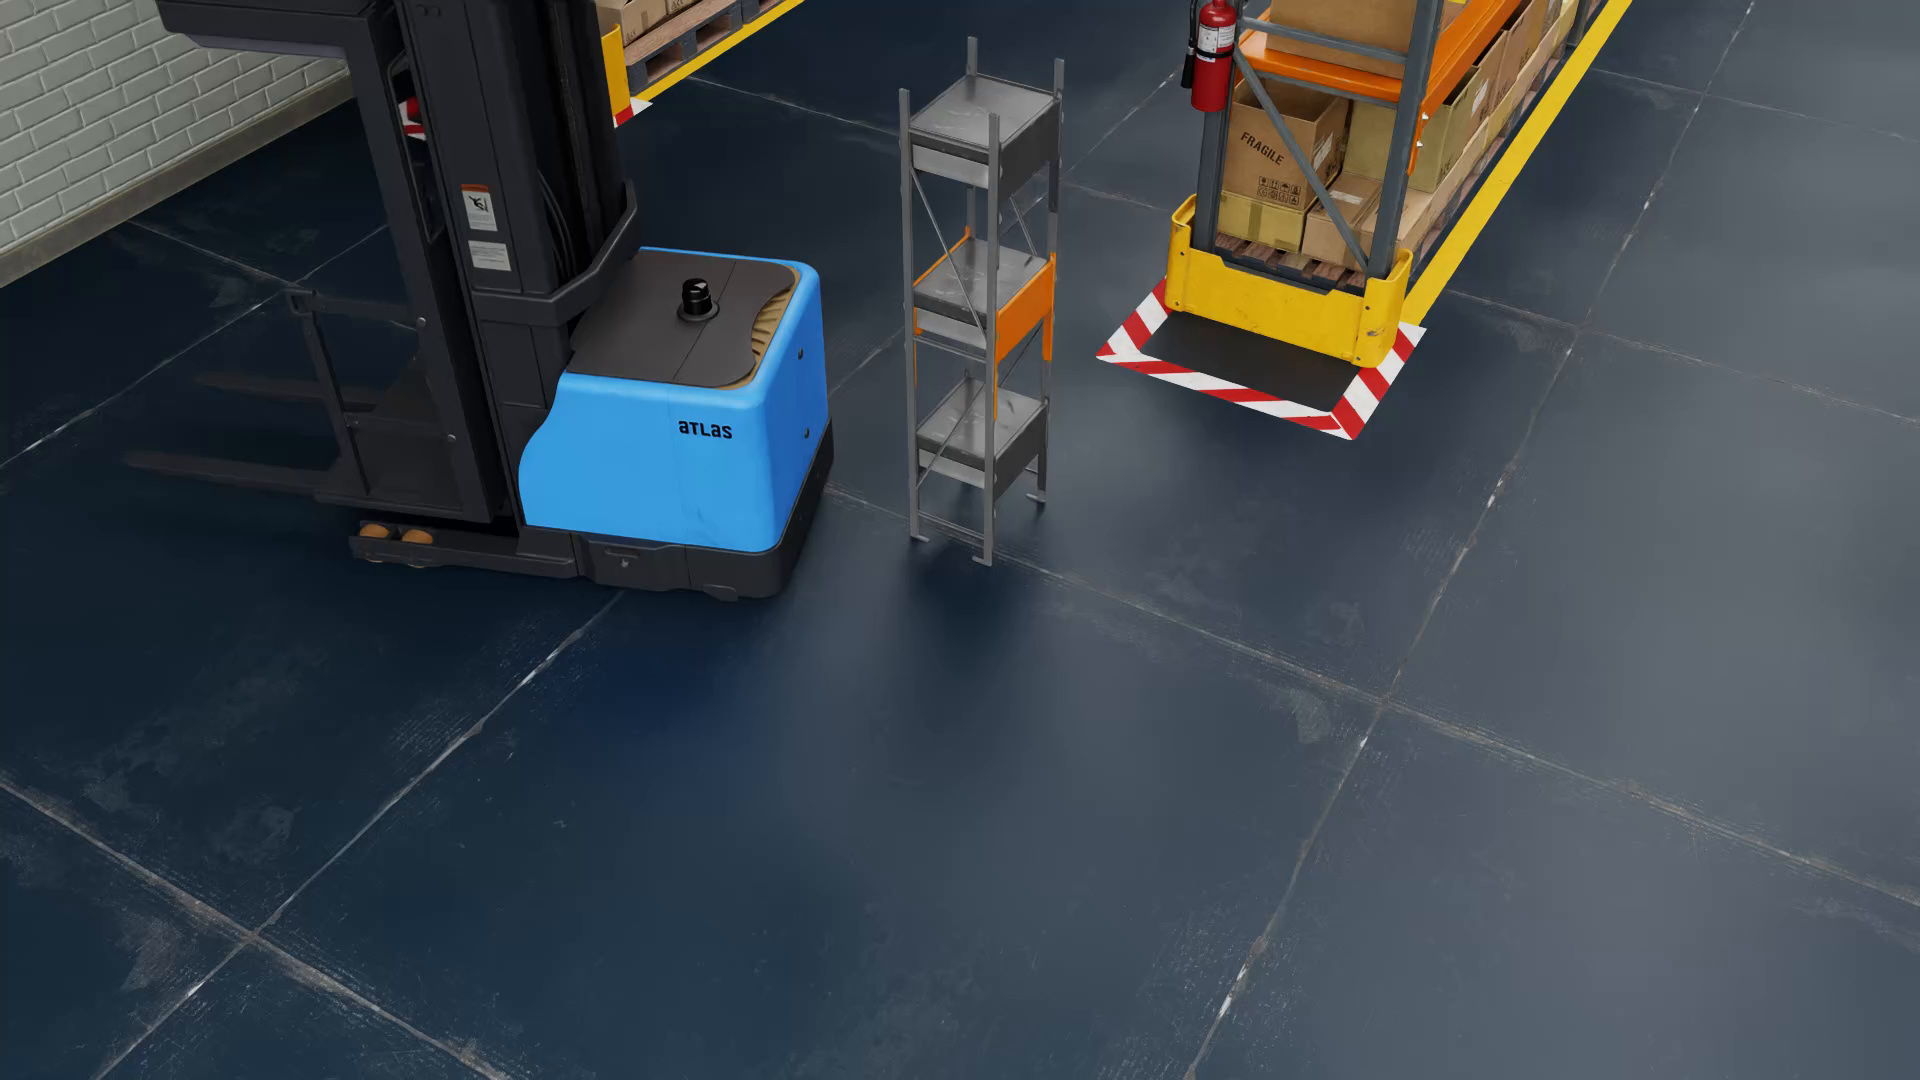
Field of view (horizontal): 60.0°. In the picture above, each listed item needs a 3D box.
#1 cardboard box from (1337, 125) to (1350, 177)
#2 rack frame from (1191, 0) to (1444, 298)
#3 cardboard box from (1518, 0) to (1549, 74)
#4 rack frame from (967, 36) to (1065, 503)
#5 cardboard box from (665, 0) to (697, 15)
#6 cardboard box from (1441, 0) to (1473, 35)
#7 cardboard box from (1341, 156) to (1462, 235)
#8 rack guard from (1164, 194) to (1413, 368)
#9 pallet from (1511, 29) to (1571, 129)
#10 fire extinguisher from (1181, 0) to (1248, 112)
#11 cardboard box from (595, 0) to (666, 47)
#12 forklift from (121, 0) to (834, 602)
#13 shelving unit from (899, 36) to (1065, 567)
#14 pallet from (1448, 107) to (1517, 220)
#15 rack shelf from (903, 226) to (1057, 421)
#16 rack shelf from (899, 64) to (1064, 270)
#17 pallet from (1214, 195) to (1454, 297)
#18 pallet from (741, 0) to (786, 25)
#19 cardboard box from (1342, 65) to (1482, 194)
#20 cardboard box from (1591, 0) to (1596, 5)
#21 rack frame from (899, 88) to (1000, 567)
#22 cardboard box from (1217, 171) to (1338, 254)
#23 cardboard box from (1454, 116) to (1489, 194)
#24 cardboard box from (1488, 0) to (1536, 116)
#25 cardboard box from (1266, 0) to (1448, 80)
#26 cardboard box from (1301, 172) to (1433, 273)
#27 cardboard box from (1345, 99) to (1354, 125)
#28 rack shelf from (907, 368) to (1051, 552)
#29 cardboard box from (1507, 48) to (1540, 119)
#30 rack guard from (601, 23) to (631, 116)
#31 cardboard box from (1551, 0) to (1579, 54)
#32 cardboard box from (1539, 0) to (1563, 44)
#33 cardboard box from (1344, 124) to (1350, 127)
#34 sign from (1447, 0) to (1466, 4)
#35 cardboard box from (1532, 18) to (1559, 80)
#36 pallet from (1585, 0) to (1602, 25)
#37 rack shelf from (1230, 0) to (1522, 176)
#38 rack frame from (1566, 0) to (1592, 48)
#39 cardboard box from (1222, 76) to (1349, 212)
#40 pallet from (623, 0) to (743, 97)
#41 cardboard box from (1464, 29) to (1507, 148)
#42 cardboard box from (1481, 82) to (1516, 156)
[{"bbox_3d":[1.893,-2.084,9.110,0.500,0.250,0.500,21,45,22],"label":"cardboard box"},{"bbox_3d":[1.641,-2.264,7.551,1.000,3.000,0.127,21,45,22],"label":"rack frame"},{"bbox_3d":[3.092,-3.053,9.642,0.500,0.500,0.500,21,45,22],"label":"cardboard box"},{"bbox_3d":[0.205,-1.022,6.822,0.400,2.100,0.015,21,45,22],"label":"rack frame"},{"bbox_3d":[-1.941,-3.748,10.939,0.500,0.311,0.500,25,47,25],"label":"cardboard box"},{"bbox_3d":[2.144,-2.866,8.160,0.700,0.500,0.500,22,46,23],"label":"cardboard box"},{"bbox_3d":[2.349,-1.910,8.912,0.500,0.250,0.500,21,45,22],"label":"cardboard box"},{"bbox_3d":[1.629,-1.312,8.362,1.175,0.500,0.348,21,45,22],"label":"rack guard"},{"bbox_3d":[3.208,-3.065,10.571,1.003,0.211,1.213,21,45,22],"label":"pallet"},{"bbox_3d":[1.179,-2.321,7.674,0.296,0.674,0.183,21,45,22],"label":"fire extinguisher"},{"bbox_3d":[-2.226,-3.422,10.568,0.500,0.311,0.500,16,44,17],"label":"cardboard box"},{"bbox_3d":[-2.139,-1.316,6.526,3.031,2.935,1.130,7,42,8],"label":"forklift"},{"bbox_3d":[0.083,-0.883,6.664,0.431,2.100,0.503,21,45,22],"label":"shelving unit"},{"bbox_3d":[2.599,-2.364,9.775,1.003,0.211,1.213,21,45,22],"label":"pallet"},{"bbox_3d":[0.083,-0.872,6.673,0.431,0.518,0.480,21,45,22],"label":"rack shelf"},{"bbox_3d":[0.083,-1.398,6.210,0.431,0.518,0.480,21,45,22],"label":"rack shelf"},{"bbox_3d":[1.987,-1.669,8.985,1.003,0.211,1.213,21,45,22],"label":"pallet"},{"bbox_3d":[-1.563,-4.046,11.684,1.003,0.211,1.213,21,45,22],"label":"pallet"},{"bbox_3d":[2.350,-2.191,8.664,0.500,0.500,0.500,21,45,22],"label":"cardboard box"},{"bbox_3d":[4.059,-3.827,11.089,0.500,0.250,0.500,20,45,21],"label":"cardboard box"},{"bbox_3d":[-0.039,-0.743,6.505,0.400,2.100,0.015,21,45,22],"label":"rack frame"},{"bbox_3d":[1.653,-1.794,8.781,0.500,0.250,0.500,21,45,22],"label":"cardboard box"},{"bbox_3d":[2.599,-2.196,9.237,0.500,0.250,0.500,21,45,22],"label":"cardboard box"},{"bbox_3d":[2.855,-2.762,9.312,0.500,0.500,0.500,21,45,22],"label":"cardboard box"},{"bbox_3d":[1.885,-2.564,7.817,0.700,0.500,0.500,21,45,22],"label":"cardboard box"},{"bbox_3d":[2.102,-1.623,8.586,0.500,0.250,0.500,21,45,22],"label":"cardboard box"},{"bbox_3d":[2.139,-2.653,9.189,0.500,0.500,0.500,21,45,22],"label":"cardboard box"},{"bbox_3d":[0.083,-0.347,7.135,0.431,0.518,0.480,21,45,22],"label":"rack shelf"},{"bbox_3d":[3.103,-2.767,9.885,0.500,0.250,0.500,21,45,22],"label":"cardboard box"},{"bbox_3d":[-2.612,-3.005,10.285,1.175,0.500,0.348,21,45,22],"label":"rack guard"},{"bbox_3d":[3.600,-3.341,10.537,0.500,0.250,0.500,21,45,22],"label":"cardboard box"},{"bbox_3d":[3.339,-3.340,9.968,0.500,0.500,0.500,21,45,22],"label":"cardboard box"},{"bbox_3d":[2.142,-2.371,9.435,0.500,0.250,0.500,21,45,22],"label":"cardboard box"},{"bbox_3d":[2.118,-2.432,7.027,0.100,0.325,0.005,21,45,22],"label":"sign"},{"bbox_3d":[3.341,-3.058,10.216,0.500,0.250,0.500,21,45,22],"label":"cardboard box"},{"bbox_3d":[3.977,-3.941,11.565,1.003,0.211,1.213,21,45,22],"label":"pallet"},{"bbox_3d":[2.642,-3.138,9.088,1.077,0.370,4.000,21,45,22],"label":"rack shelf"},{"bbox_3d":[3.642,-4.553,10.150,1.000,3.000,0.127,21,45,22],"label":"rack frame"},{"bbox_3d":[1.651,-2.076,8.534,0.500,0.500,0.500,21,45,22],"label":"cardboard box"},{"bbox_3d":[-2.175,-3.350,10.895,1.003,0.211,1.213,21,45,22],"label":"pallet"},{"bbox_3d":[2.589,-2.481,8.994,0.500,0.500,0.500,21,45,22],"label":"cardboard box"},{"bbox_3d":[2.854,-2.481,9.560,0.500,0.250,0.500,21,45,22],"label":"cardboard box"}]
